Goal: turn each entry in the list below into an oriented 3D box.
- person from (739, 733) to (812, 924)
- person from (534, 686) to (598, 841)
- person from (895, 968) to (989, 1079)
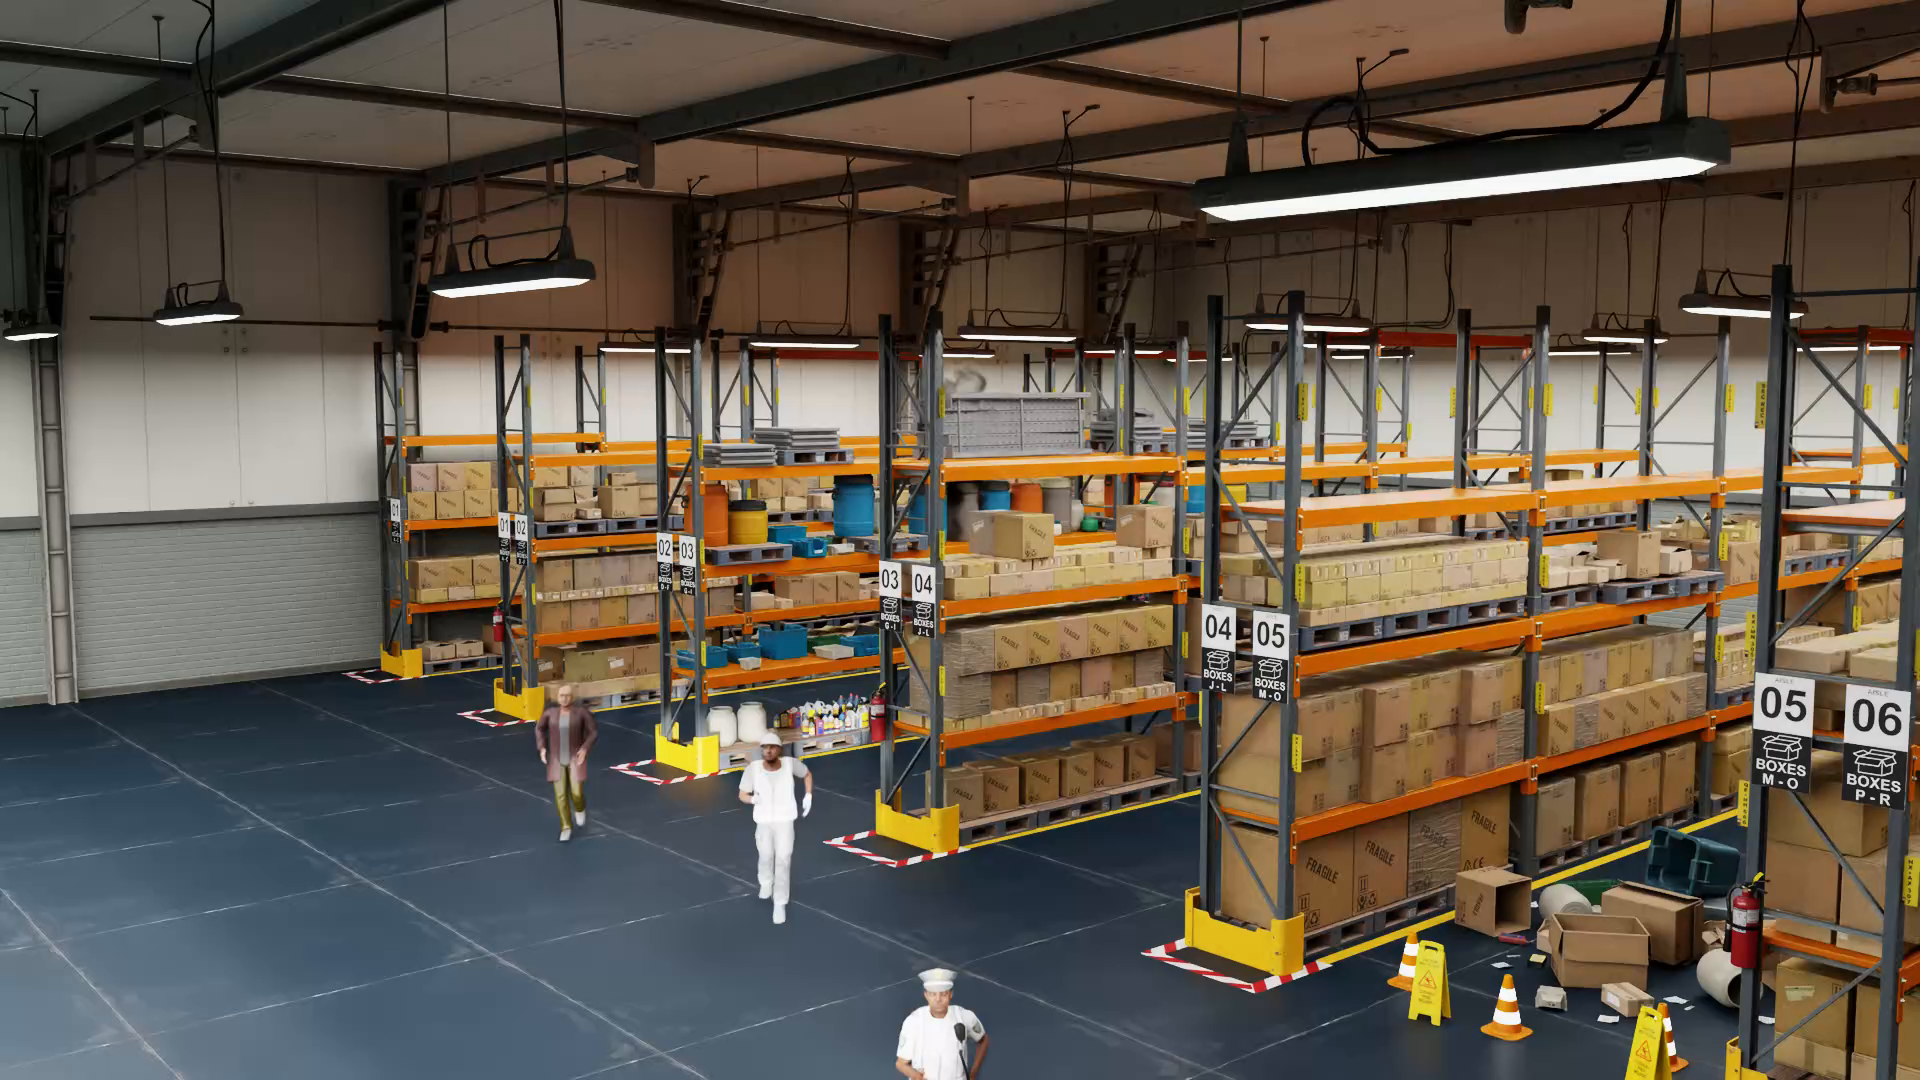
[{"bbox_3d":[-1.816,2.787,16.400,0.696,1.831,0.925,0,5,0],"label":"person"},{"bbox_3d":[-4.549,2.639,19.217,0.734,1.551,0.756,0,5,-5],"label":"person"},{"bbox_3d":[-0.111,3.421,10.028,0.559,1.727,0.668,0,5,3],"label":"person"}]
